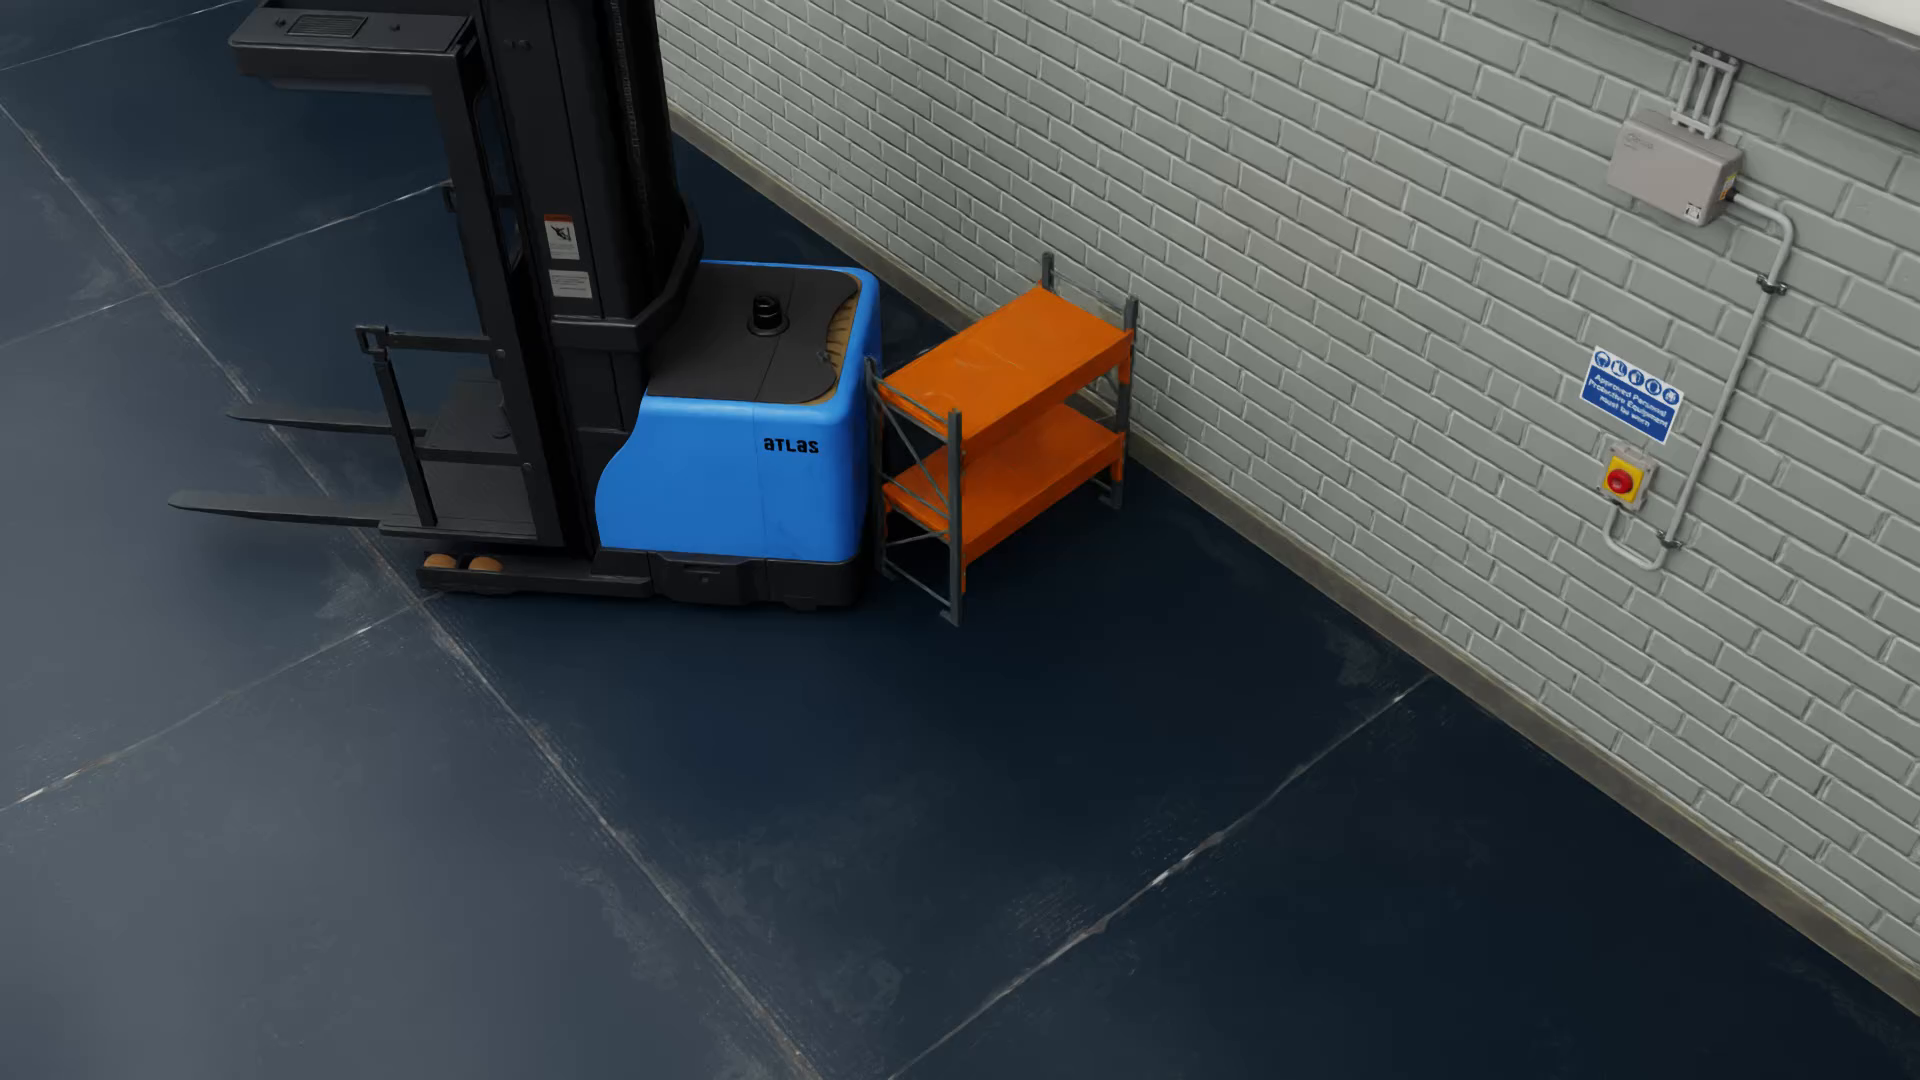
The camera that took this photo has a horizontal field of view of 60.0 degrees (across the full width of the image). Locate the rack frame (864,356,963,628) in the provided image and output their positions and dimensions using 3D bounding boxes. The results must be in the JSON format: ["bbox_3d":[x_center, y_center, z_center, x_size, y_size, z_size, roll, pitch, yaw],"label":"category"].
[{"bbox_3d":[-0.180,-0.174,6.665,0.500,1.125,0.032,34,53,31],"label":"rack frame"}]

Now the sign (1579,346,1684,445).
[{"bbox_3d":[2.183,-0.472,5.418,0.001,0.218,0.327,-30,51,-28],"label":"sign"}]

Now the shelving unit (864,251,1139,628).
[{"bbox_3d":[0.176,-0.422,6.929,0.538,1.125,1.048,34,53,31],"label":"shelving unit"}]

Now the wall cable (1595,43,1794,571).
[{"bbox_3d":[2.167,-0.703,5.096,0.123,1.953,0.585,-30,51,-28],"label":"wall cable"}]

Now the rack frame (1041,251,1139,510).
[{"bbox_3d":[0.533,-0.670,7.193,0.500,1.125,0.032,34,53,31],"label":"rack frame"}]

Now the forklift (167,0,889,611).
[{"bbox_3d":[-1.872,-1.192,6.431,3.031,2.935,1.130,4,43,4],"label":"forklift"}]

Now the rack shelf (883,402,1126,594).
[{"bbox_3d":[0.177,-0.243,7.096,0.538,0.278,1.000,34,53,31],"label":"rack shelf"}]

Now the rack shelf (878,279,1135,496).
[{"bbox_3d":[0.175,-0.636,6.729,0.538,0.278,1.000,34,53,31],"label":"rack shelf"}]
